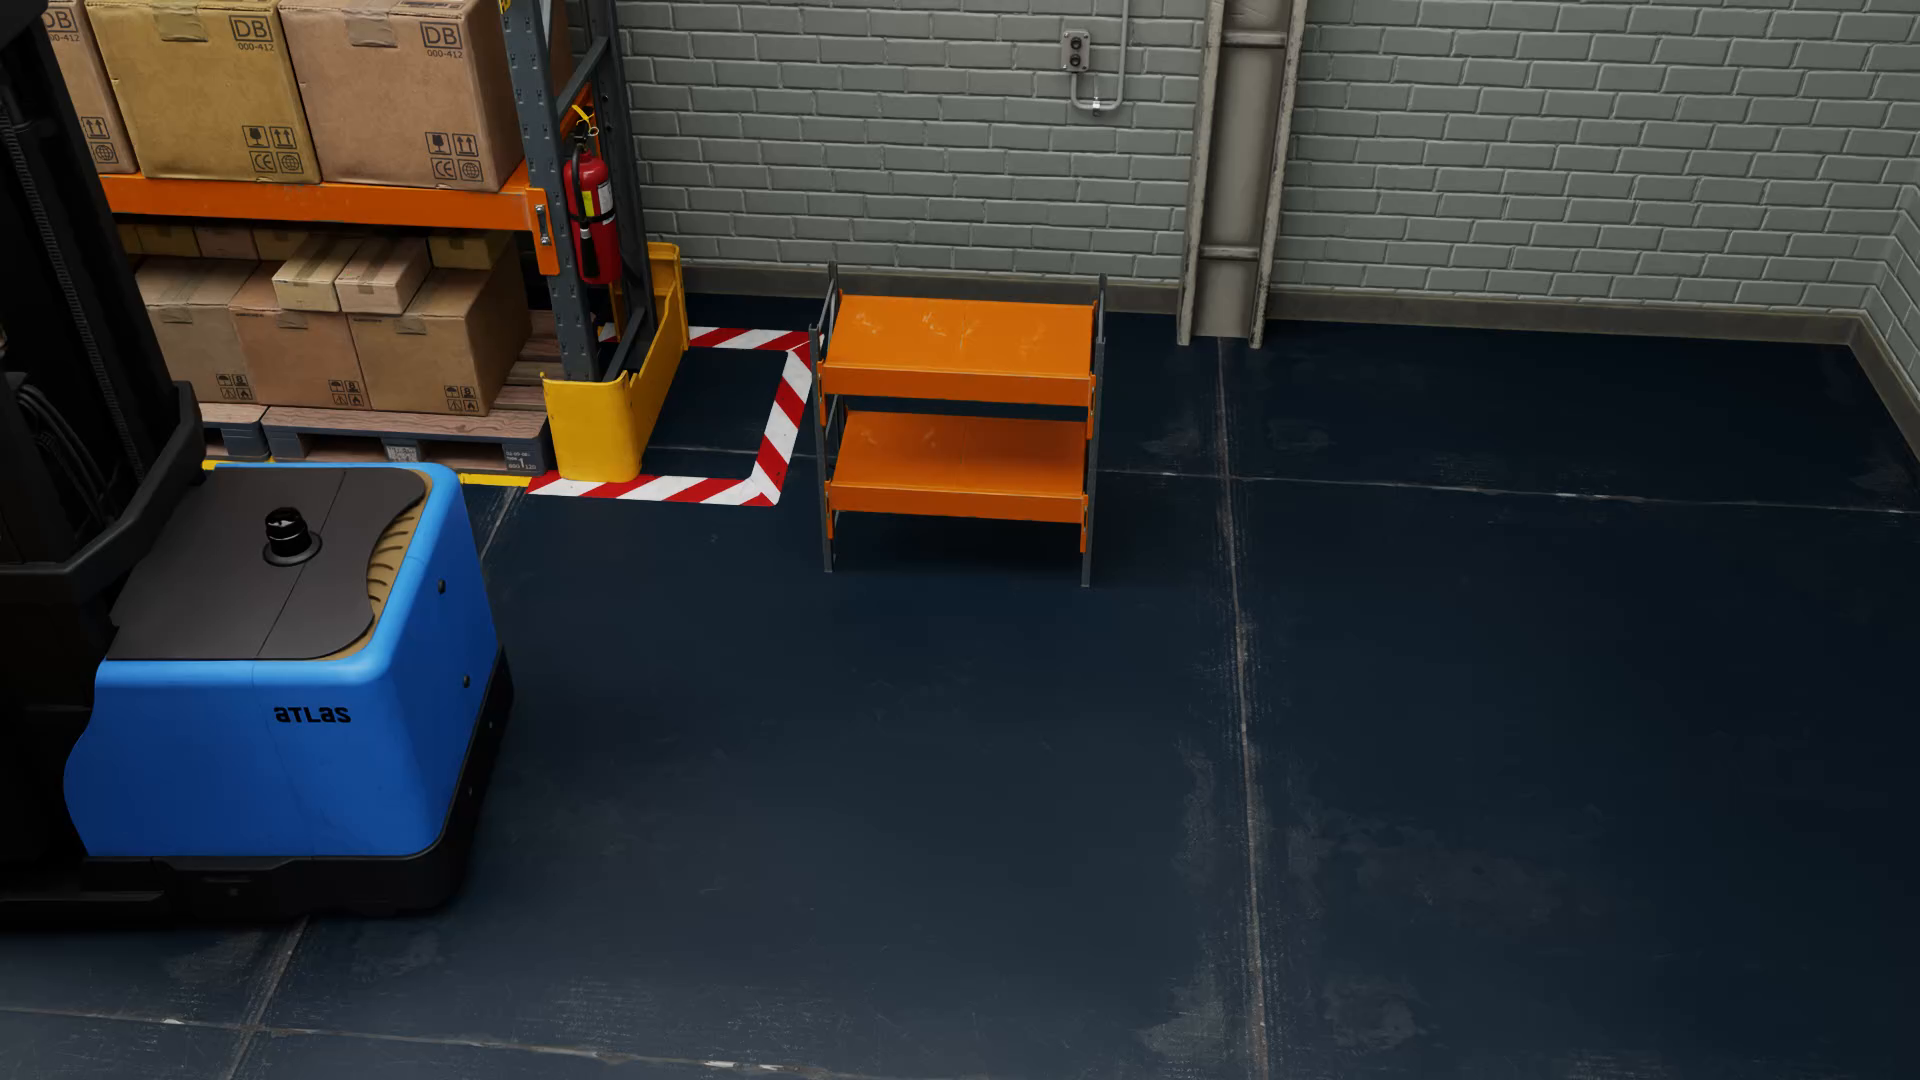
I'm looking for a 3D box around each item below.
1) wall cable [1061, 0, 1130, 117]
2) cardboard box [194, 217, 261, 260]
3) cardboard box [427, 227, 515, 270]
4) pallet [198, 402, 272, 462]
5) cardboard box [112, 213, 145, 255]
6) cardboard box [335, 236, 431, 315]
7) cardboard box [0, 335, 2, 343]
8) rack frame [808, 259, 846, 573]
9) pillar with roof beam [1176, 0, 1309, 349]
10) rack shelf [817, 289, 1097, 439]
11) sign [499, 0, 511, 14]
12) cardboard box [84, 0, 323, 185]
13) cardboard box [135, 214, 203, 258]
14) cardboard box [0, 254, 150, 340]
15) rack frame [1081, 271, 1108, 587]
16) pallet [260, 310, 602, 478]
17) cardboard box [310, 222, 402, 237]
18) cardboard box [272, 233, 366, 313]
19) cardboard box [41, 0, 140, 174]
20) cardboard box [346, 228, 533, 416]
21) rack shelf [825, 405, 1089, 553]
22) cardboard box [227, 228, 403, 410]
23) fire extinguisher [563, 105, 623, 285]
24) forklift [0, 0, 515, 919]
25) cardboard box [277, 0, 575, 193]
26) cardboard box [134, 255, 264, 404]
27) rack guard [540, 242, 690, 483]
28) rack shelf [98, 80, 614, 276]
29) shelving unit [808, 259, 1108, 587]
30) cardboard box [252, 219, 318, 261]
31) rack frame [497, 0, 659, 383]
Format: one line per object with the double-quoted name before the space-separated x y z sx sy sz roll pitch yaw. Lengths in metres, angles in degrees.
"wall cable" -0.165 -2.699 6.885 1.851 1.984 0.084 3 39 4
"cardboard box" -3.094 -1.373 7.194 0.250 0.149 0.380 4 39 4
"cardboard box" -2.086 -1.319 7.128 0.250 0.149 0.380 3 39 4
"pallet" -3.537 -0.760 7.517 1.213 0.211 1.003 3 39 4
"cardboard box" -3.602 -1.401 7.228 0.250 0.149 0.380 2 39 3
"cardboard box" -2.372 -1.092 6.849 0.250 0.149 0.380 3 39 3
"cardboard box" -4.271 -1.056 7.319 0.500 0.500 0.700 3 39 3
"rack frame" -0.500 -0.464 6.428 0.032 1.125 0.500 3 39 4
"pillar with roof beam" 0.871 -1.796 1.828 0.400 9.000 9.100 3 39 4
"rack shelf" 0.007 -0.663 6.210 1.000 0.278 0.538 3 39 4
"sign" -1.583 -1.980 5.701 0.005 0.325 0.100 3 39 4
"cardboard box" -2.757 -1.950 6.532 0.700 0.700 0.980 3 39 3
"cardboard box" -3.349 -1.387 7.211 0.250 0.149 0.380 4 39 4
"cardboard box" -3.760 -1.027 7.283 0.500 0.500 0.700 4 39 5
"rack frame" 0.513 -0.408 6.360 0.032 1.125 0.500 3 39 4
"pallet" -2.325 -0.692 7.433 1.213 0.211 1.003 3 39 4
"cardboard box" -2.591 -1.346 7.161 0.250 0.149 0.380 3 39 4
"cardboard box" -2.626 -1.106 6.866 0.250 0.149 0.380 4 39 5
"cardboard box" -3.516 -1.997 6.590 0.700 0.700 0.980 1 39 2
"cardboard box" -2.228 -0.948 7.186 0.500 0.500 0.700 3 39 4
"rack shelf" 0.007 -0.246 6.549 1.000 0.278 0.538 3 39 4
"cardboard box" -2.727 -0.975 7.220 0.500 0.500 0.700 3 39 4
"fire extinguisher" -1.412 -1.306 6.335 0.183 0.674 0.296 3 39 4
"forklift" -3.109 -0.253 4.740 3.031 2.935 1.130 0 39 0
"cardboard box" -2.031 -1.917 6.492 0.700 0.700 0.980 5 39 6
"cardboard box" -3.228 -1.002 7.253 0.500 0.500 0.700 2 39 2
"rack guard" -1.498 -0.809 7.347 0.348 0.500 1.175 3 39 4
"rack shelf" -3.515 -1.609 6.921 4.000 0.370 1.077 3 39 4
"shelving unit" 0.007 -0.436 6.394 1.048 1.125 0.538 3 39 4
"cardboard box" -2.840 -1.360 7.178 0.250 0.149 0.380 3 39 4
"rack frame" -1.522 -1.779 6.560 0.127 3.000 1.000 3 39 4
